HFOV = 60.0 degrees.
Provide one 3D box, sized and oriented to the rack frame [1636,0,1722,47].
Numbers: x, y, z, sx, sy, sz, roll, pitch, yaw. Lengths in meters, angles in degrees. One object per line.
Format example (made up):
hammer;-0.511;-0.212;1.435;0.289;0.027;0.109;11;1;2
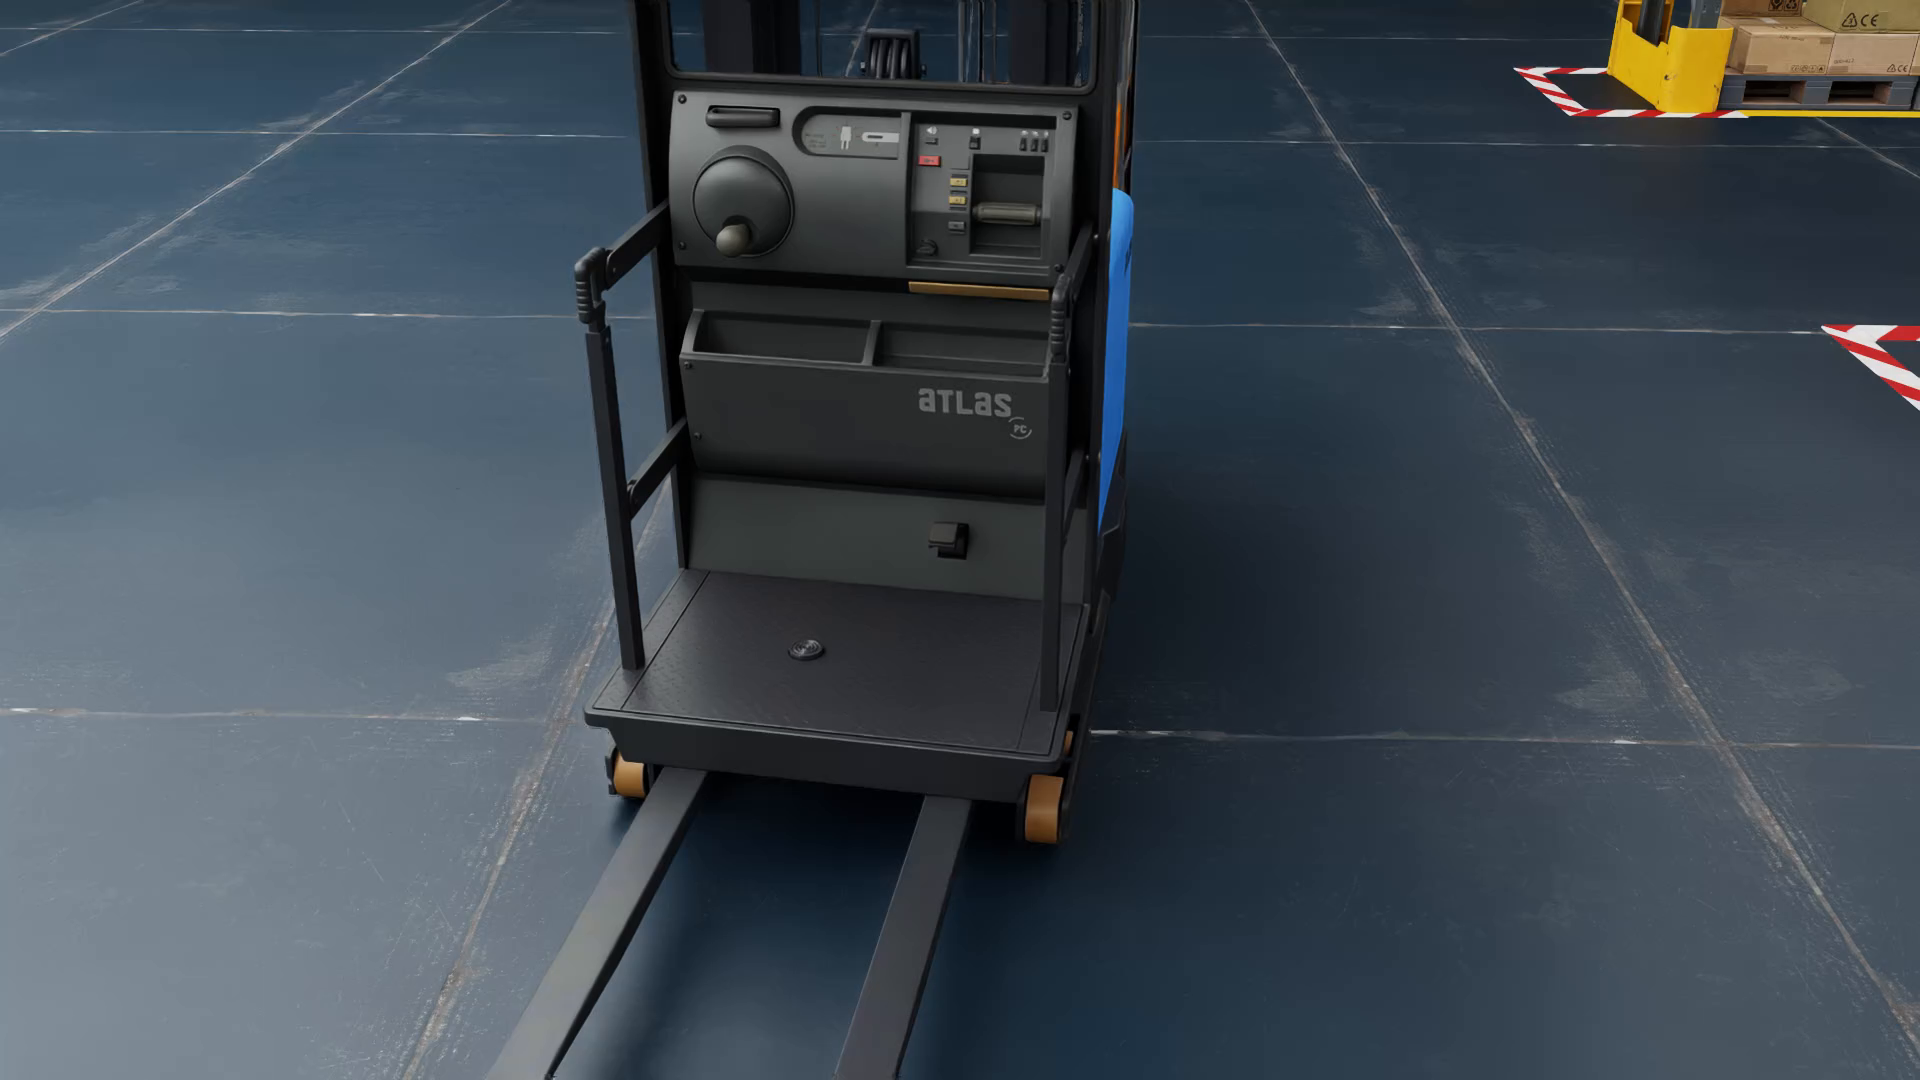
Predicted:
rack frame;4.520;-4.212;9.993;0.127;3.000;1.000;1;28;2

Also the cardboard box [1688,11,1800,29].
cardboard box;5.067;-3.312;10.783;0.500;0.250;0.500;1;28;2

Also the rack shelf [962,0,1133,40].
rack shelf;0.278;-1.799;4.936;0.480;0.518;0.431;5;28;9

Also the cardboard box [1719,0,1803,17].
cardboard box;5.067;-3.645;10.609;0.500;0.500;0.500;1;28;2

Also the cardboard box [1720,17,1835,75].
cardboard box;5.048;-3.070;10.326;0.500;0.250;0.500;1;28;2

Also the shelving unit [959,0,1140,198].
shelving unit;0.278;-1.192;5.258;0.503;2.100;0.431;5;28;9

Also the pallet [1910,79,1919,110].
pallet;6.502;-2.966;10.619;1.213;0.211;1.003;1;28;2

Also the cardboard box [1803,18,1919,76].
cardboard box;5.548;-3.063;10.313;0.500;0.250;0.500;1;28;2

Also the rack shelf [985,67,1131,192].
rack shelf;0.278;-1.180;5.264;0.480;0.518;0.431;5;28;9

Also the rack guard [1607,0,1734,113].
rack guard;4.496;-3.108;10.579;0.348;0.500;1.175;1;28;2

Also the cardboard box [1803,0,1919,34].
cardboard box;5.548;-3.394;10.136;0.500;0.500;0.500;1;28;2

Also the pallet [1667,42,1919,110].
pallet;5.286;-2.987;10.660;1.213;0.211;1.003;1;28;2

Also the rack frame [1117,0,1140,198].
rack frame;0.518;-1.172;5.220;0.015;2.100;0.400;5;28;9

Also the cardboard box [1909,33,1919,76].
cardboard box;6.048;-3.055;10.297;0.500;0.250;0.500;1;28;2

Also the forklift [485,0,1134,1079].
forklift;-0.239;-0.765;3.564;1.130;2.935;3.031;5;28;9

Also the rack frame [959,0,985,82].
rack frame;0.038;-1.213;5.296;0.015;2.100;0.400;5;28;9

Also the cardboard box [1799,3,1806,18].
cardboard box;5.567;-3.310;10.778;0.500;0.250;0.500;1;28;2
